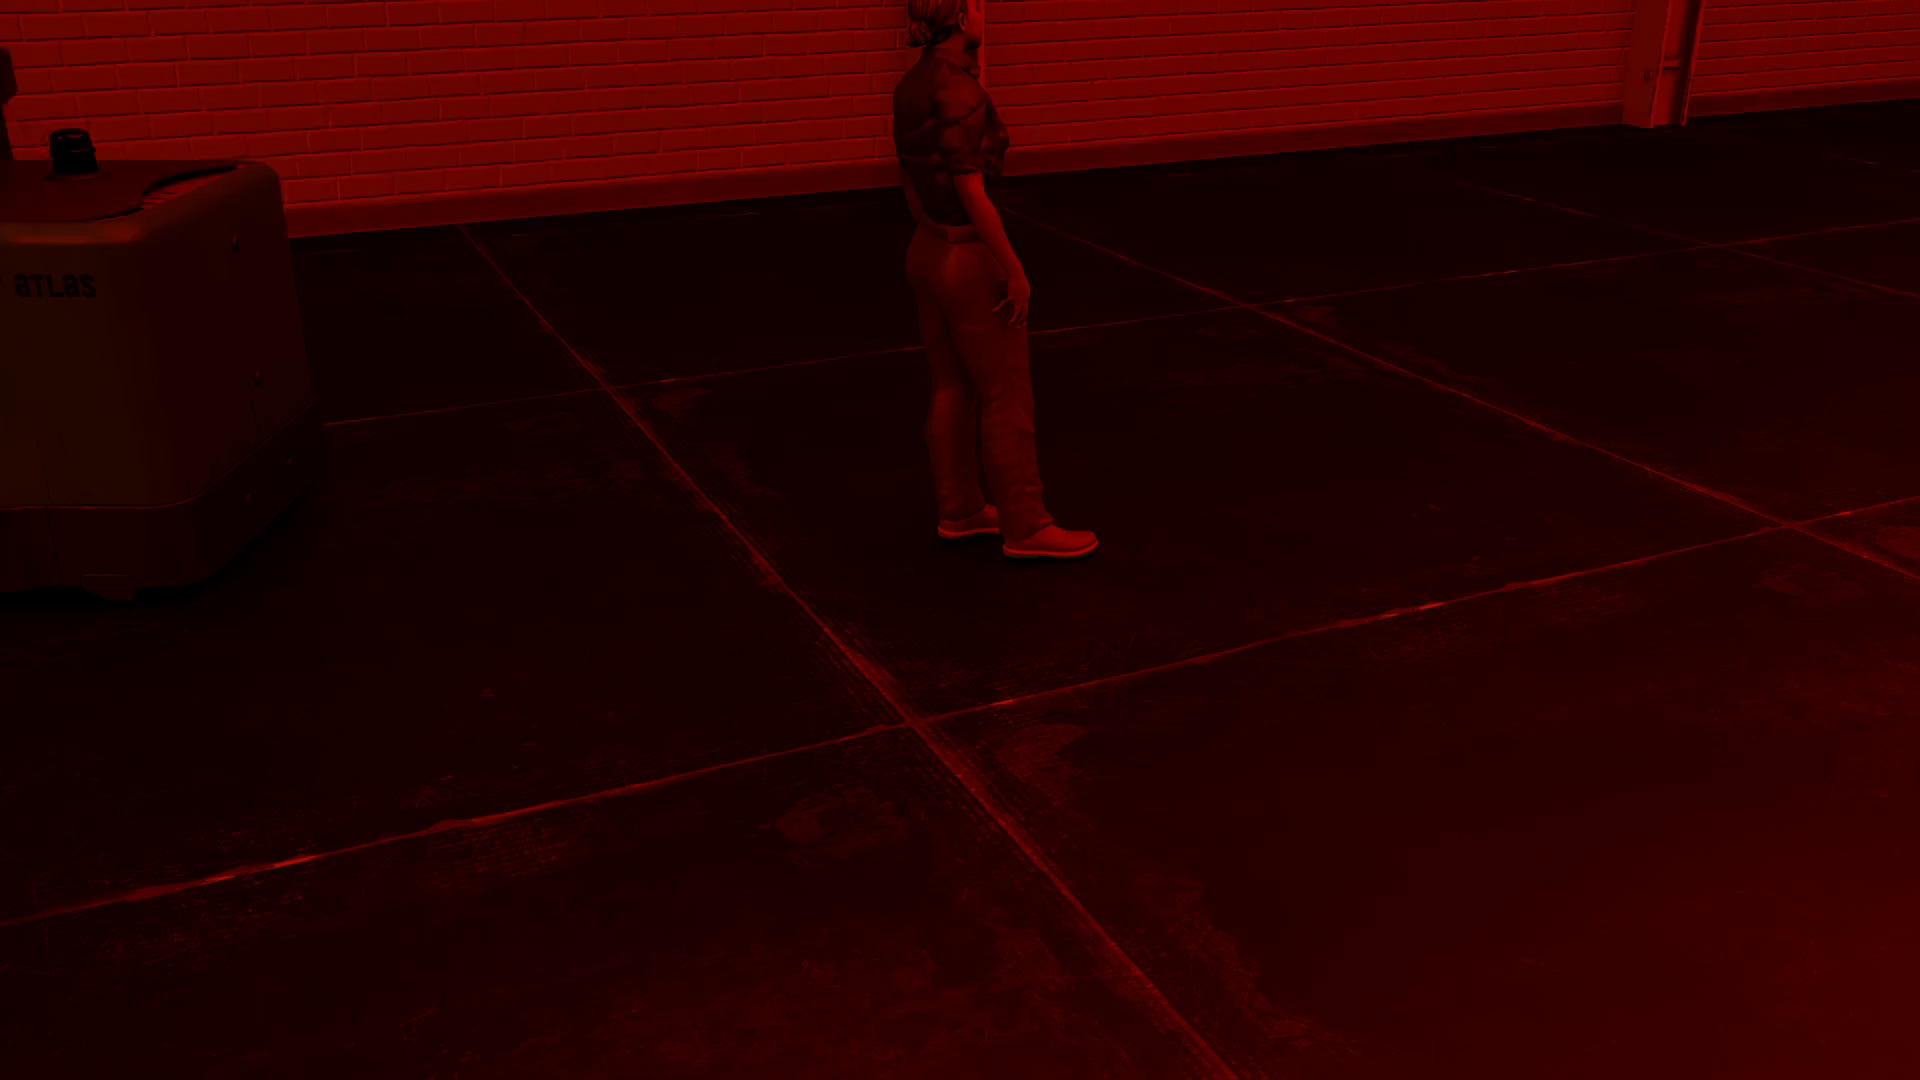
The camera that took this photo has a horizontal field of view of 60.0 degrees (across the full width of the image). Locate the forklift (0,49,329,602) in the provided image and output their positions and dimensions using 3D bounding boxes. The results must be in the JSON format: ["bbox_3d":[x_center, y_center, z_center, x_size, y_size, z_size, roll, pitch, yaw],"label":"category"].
[{"bbox_3d":[-3.605,-1.366,4.574,3.031,2.935,1.130,0,23,1],"label":"forklift"}]

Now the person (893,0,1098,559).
[{"bbox_3d":[0.088,-0.778,4.805,0.504,1.654,0.570,-10,25,-23],"label":"person"}]
